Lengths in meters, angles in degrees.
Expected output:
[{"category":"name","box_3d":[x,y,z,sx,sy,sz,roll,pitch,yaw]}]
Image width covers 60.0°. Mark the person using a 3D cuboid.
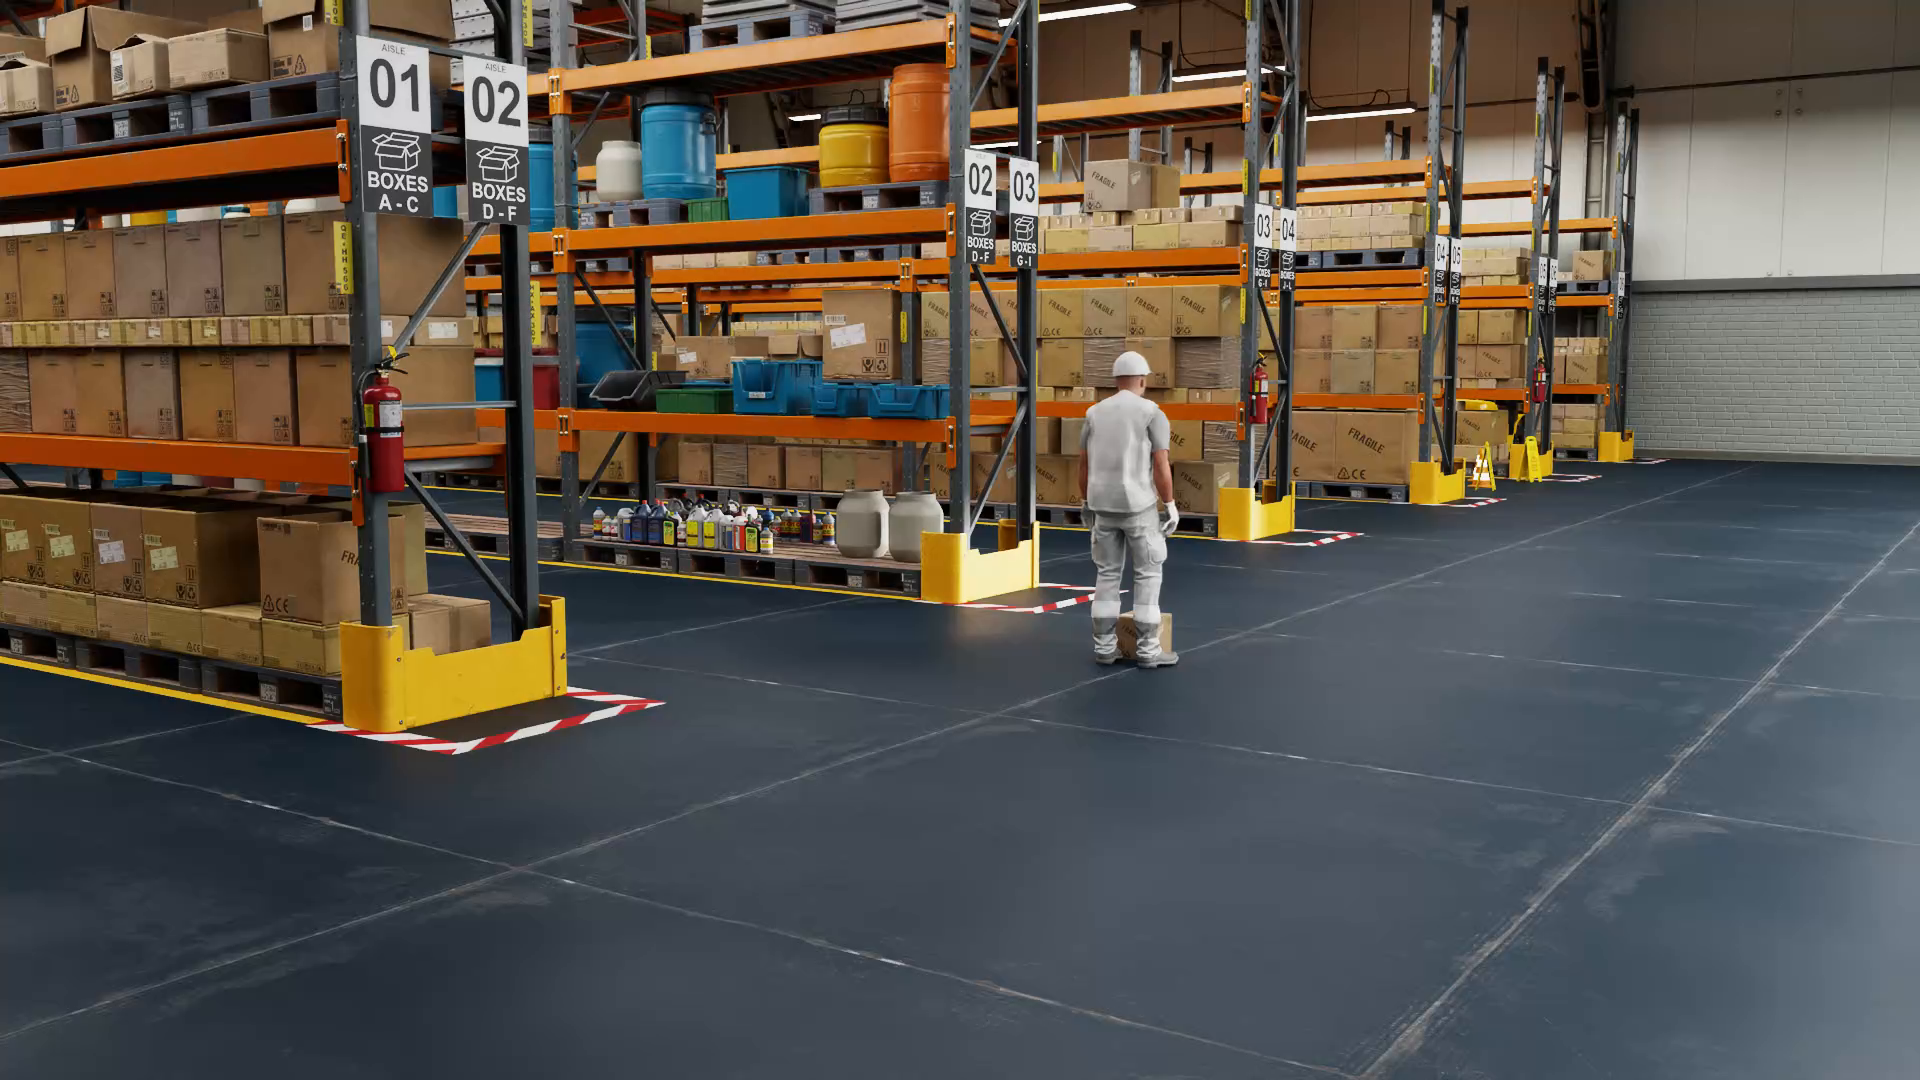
[{"category":"person","box_3d":[0.958,-0.177,9.461,0.609,1.779,0.454,4,7,33]}]
